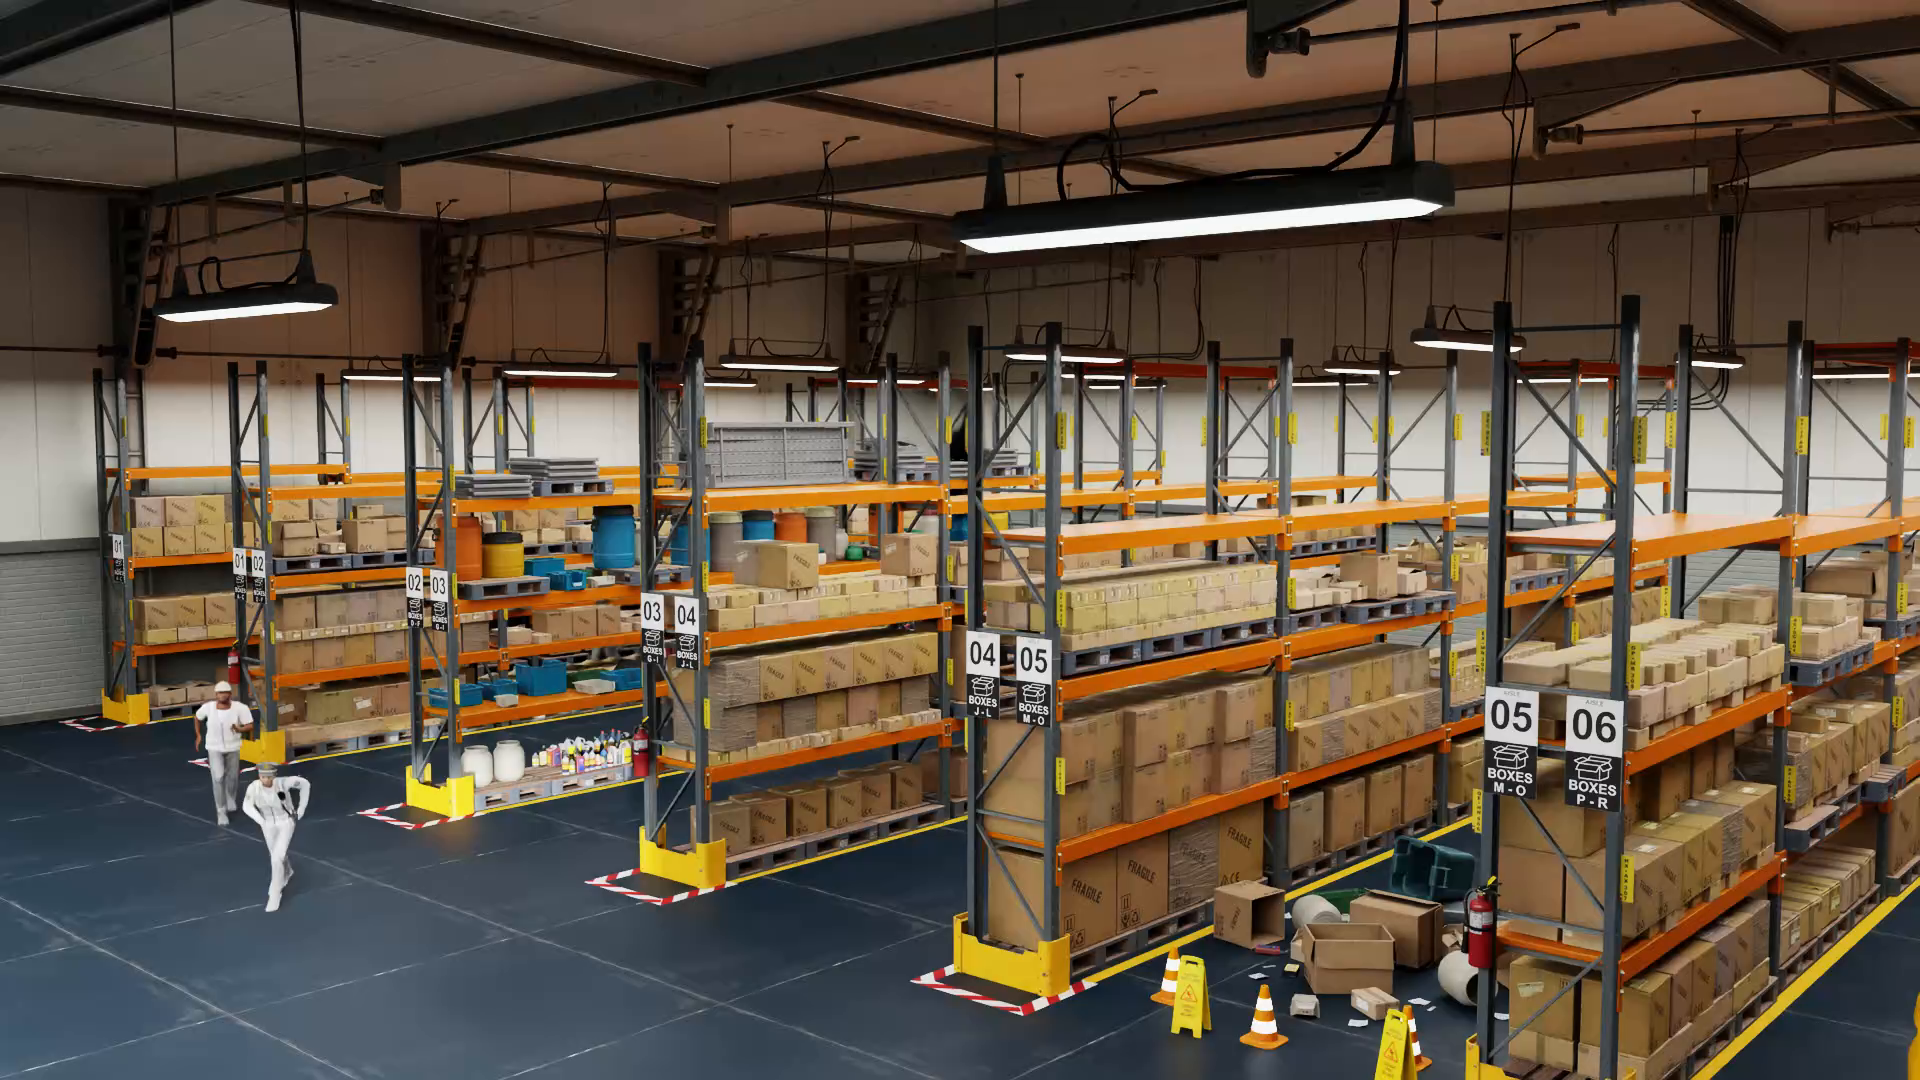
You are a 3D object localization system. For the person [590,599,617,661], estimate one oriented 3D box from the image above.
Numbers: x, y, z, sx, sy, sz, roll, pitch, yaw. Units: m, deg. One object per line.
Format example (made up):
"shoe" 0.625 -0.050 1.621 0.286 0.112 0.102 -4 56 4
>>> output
"person" -6.839 1.961 31.890 0.657 1.830 0.793 3 5 37

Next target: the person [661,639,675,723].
"person" -4.996 2.250 28.045 0.598 1.743 0.779 2 5 23

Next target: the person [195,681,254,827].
"person" -9.423 2.694 21.320 0.684 1.800 0.909 -2 5 -26

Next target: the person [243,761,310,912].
"person" -7.270 3.096 17.776 0.657 1.623 0.960 -1 4 -10
